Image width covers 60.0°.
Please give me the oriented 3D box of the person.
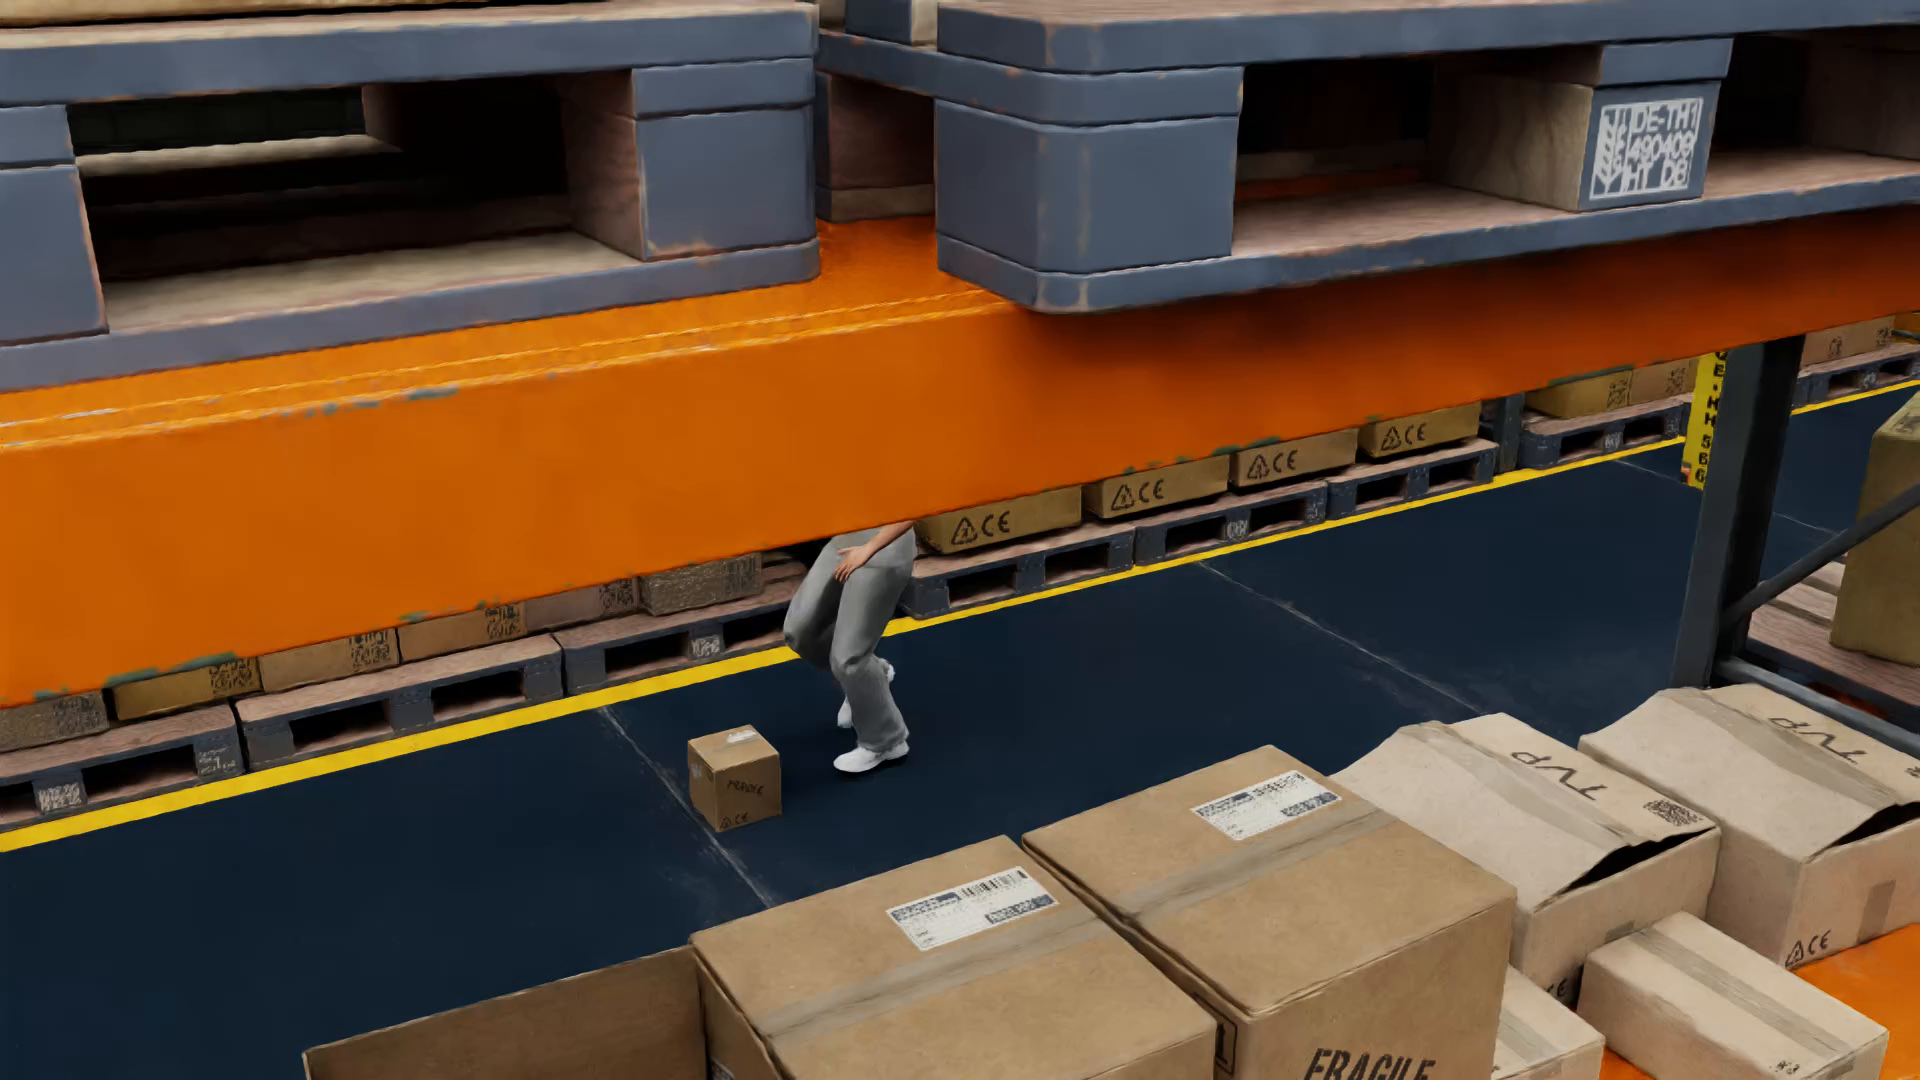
[{"bbox_3d":[-0.359,0.063,5.966,0.473,1.625,0.624,-14,26,-30],"label":"person"}]
